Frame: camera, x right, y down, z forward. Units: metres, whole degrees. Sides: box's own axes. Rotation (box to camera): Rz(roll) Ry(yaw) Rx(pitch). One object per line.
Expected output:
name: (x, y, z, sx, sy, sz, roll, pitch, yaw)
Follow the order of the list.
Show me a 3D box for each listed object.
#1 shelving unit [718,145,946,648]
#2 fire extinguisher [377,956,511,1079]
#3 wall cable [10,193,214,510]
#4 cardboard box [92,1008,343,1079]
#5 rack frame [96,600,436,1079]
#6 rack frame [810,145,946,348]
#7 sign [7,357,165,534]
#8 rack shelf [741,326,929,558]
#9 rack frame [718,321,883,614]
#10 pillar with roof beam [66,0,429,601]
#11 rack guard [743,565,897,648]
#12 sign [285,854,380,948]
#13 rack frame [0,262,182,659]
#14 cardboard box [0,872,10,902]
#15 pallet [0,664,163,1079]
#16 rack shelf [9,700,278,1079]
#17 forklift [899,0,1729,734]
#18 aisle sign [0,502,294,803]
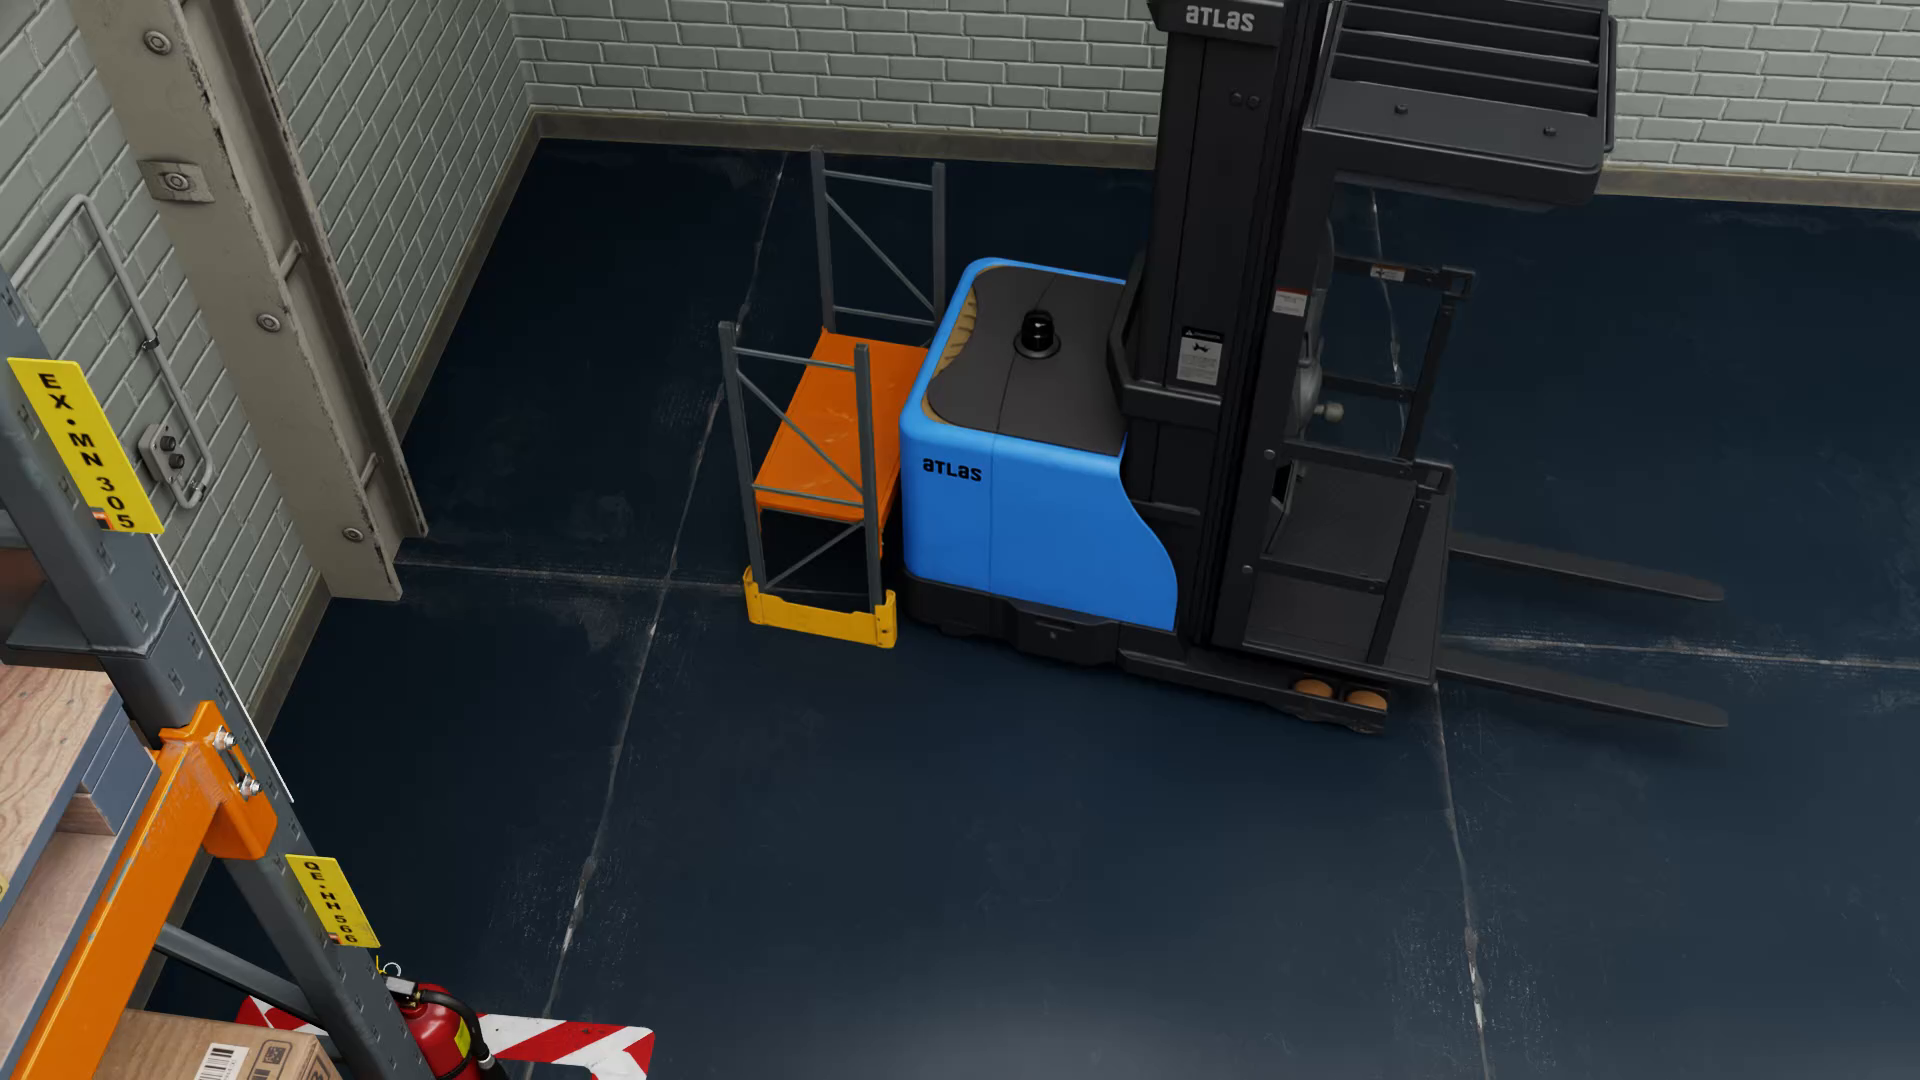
shelving unit: (-0.417, -0.523, 6.238, 0.587, 1.500, 1.083, 10, 48, 9)
fire extinguisher: (-1.260, 1.187, 3.963, 0.296, 0.674, 0.183, 4, 48, 4)
wall cable: (-2.559, -0.233, 4.267, 0.084, 1.984, 1.851, 4, 48, 4)
cardboard box: (-1.770, 1.389, 3.269, 0.980, 0.700, 0.700, 6, 48, 5)
rack frame: (-1.733, 1.115, 3.724, 1.000, 3.000, 0.127, 4, 48, 4)
rack frame: (-0.300, -0.882, 6.566, 0.500, 1.500, 0.032, 10, 48, 9)
sign: (-1.194, -0.123, 2.276, 0.100, 0.325, 0.005, 4, 48, 4)
rack shelf: (-0.419, -0.396, 6.365, 0.538, 0.185, 1.000, 10, 48, 9)
rack frame: (-0.538, -0.152, 5.899, 0.500, 1.500, 0.032, 10, 48, 9)
pillar with roof beam: (1.939, -2.663, 3.113, 9.100, 9.000, 0.400, 4, 48, 4)
rack guard: (-0.533, 0.256, 6.373, 0.587, 0.250, 0.087, 10, 48, 9)
sign: (-1.194, 0.691, 3.166, 0.100, 0.325, 0.005, 4, 48, 4)
rack frame: (-1.733, -0.910, 1.510, 1.000, 3.000, 0.127, 4, 48, 4)
cardboard box: (-1.536, 0.534, 1.972, 0.500, 0.250, 0.500, 5, 48, 5)
pallet: (-1.790, 0.678, 2.150, 1.003, 0.211, 1.213, 4, 48, 4)
rack shelf: (-1.916, 1.815, 1.538, 1.077, 0.370, 4.000, 4, 48, 4)
forklift: (1.348, -0.718, 5.447, 3.031, 2.935, 1.130, 12, 49, 11)
aisle sign: (-1.428, 0.205, 2.794, 0.394, 0.787, 0.004, 4, 48, 4)
